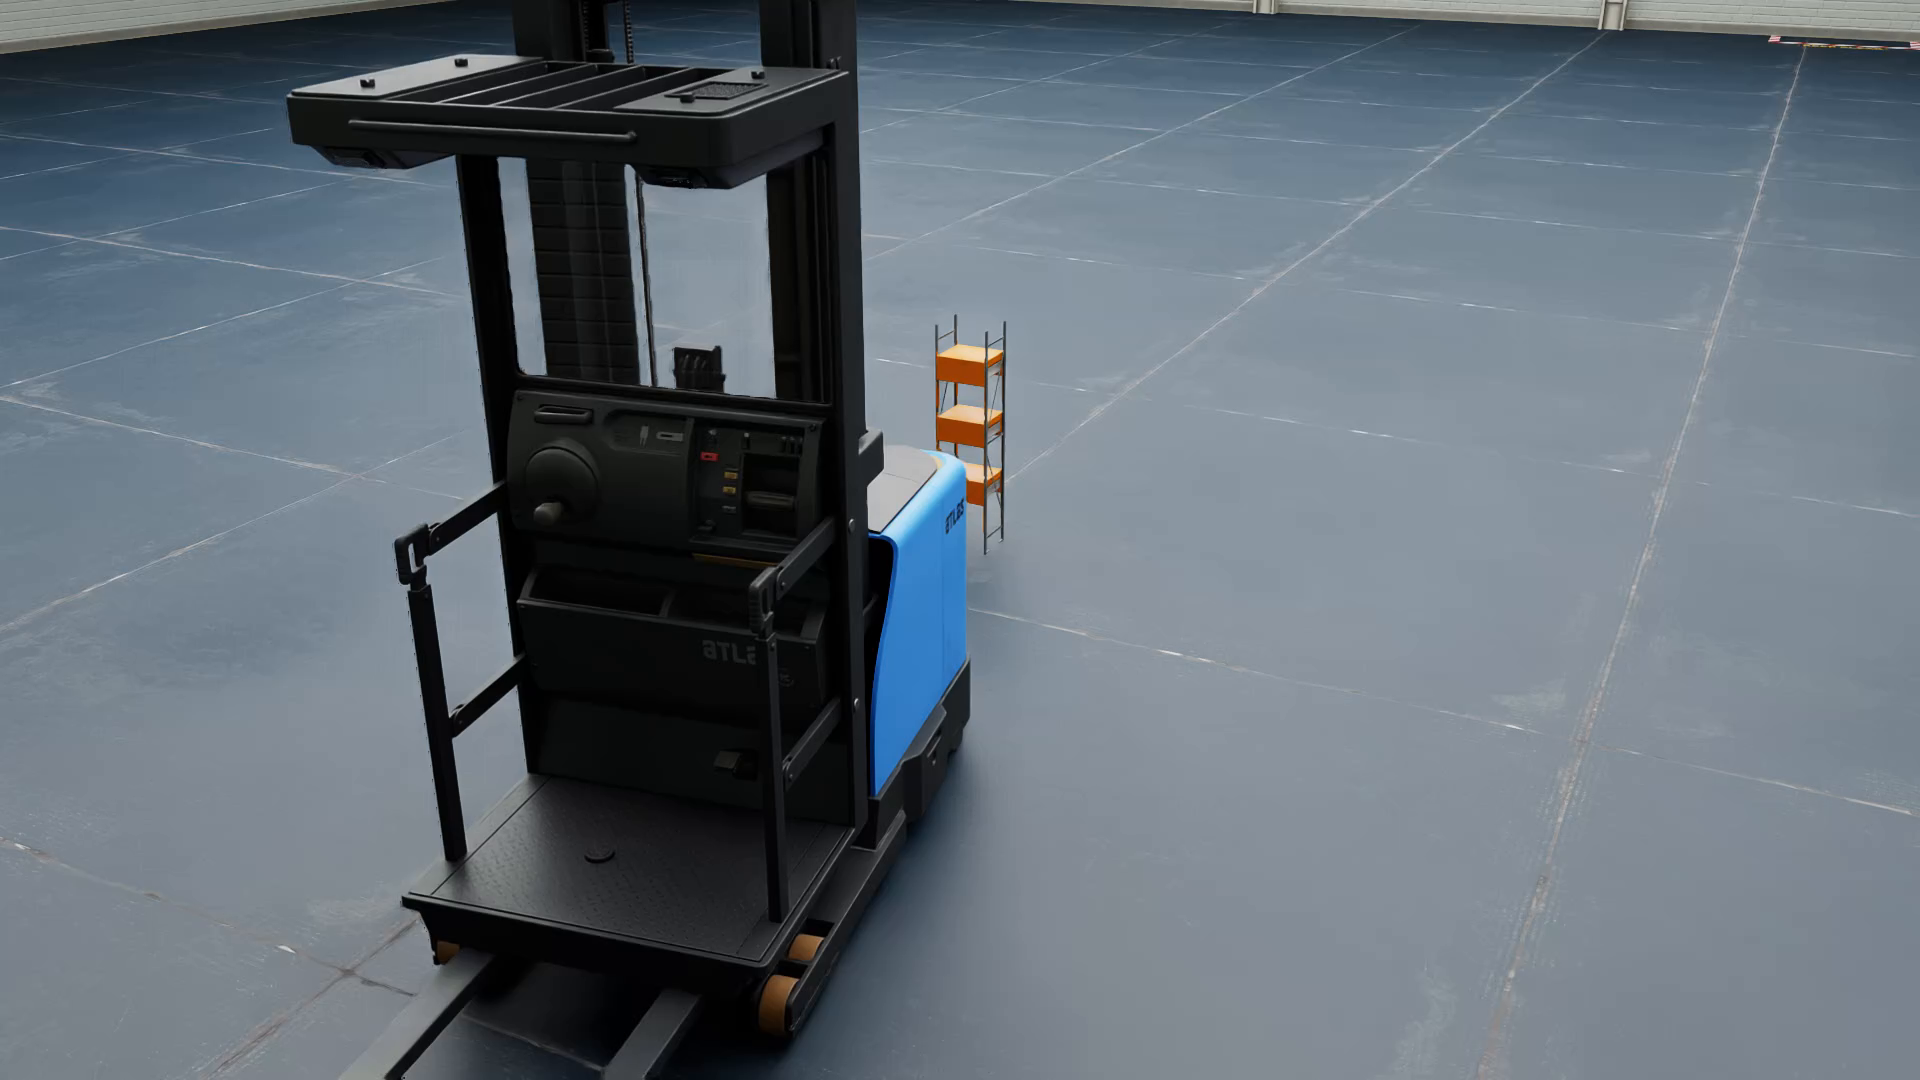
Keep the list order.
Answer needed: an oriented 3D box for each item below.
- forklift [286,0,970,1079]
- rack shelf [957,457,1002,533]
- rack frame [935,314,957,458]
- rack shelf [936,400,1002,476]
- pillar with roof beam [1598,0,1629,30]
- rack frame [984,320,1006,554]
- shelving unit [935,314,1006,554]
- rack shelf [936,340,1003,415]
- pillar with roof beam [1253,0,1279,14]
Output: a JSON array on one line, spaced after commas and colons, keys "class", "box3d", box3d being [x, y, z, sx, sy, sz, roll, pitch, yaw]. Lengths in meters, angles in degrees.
[{"class": "forklift", "box3d": [-0.880, -0.163, 4.388, 1.130, 2.935, 3.031, 7, 24, 16]}, {"class": "rack shelf", "box3d": [0.048, -0.208, 7.635, 0.240, 0.259, 0.215, 11, 25, 25]}, {"class": "rack frame", "box3d": [-0.061, -0.495, 7.573, 0.008, 1.050, 0.200, 11, 25, 25]}, {"class": "rack shelf", "box3d": [0.048, -0.464, 7.526, 0.240, 0.259, 0.215, 11, 25, 25]}, {"class": "pillar with roof beam", "box3d": [9.009, -11.230, 22.658, 0.400, 9.000, 9.100, 11, 25, 25]}, {"class": "rack frame", "box3d": [0.157, -0.452, 7.472, 0.008, 1.050, 0.200, 11, 25, 25]}, {"class": "shelving unit", "box3d": [0.048, -0.474, 7.522, 0.252, 1.050, 0.215, 11, 25, 25]}, {"class": "rack shelf", "box3d": [0.048, -0.725, 7.415, 0.240, 0.259, 0.215, 11, 25, 25]}, {"class": "pillar with roof beam", "box3d": [3.655, -12.290, 25.149, 0.400, 9.000, 9.100, 11, 25, 25]}]
